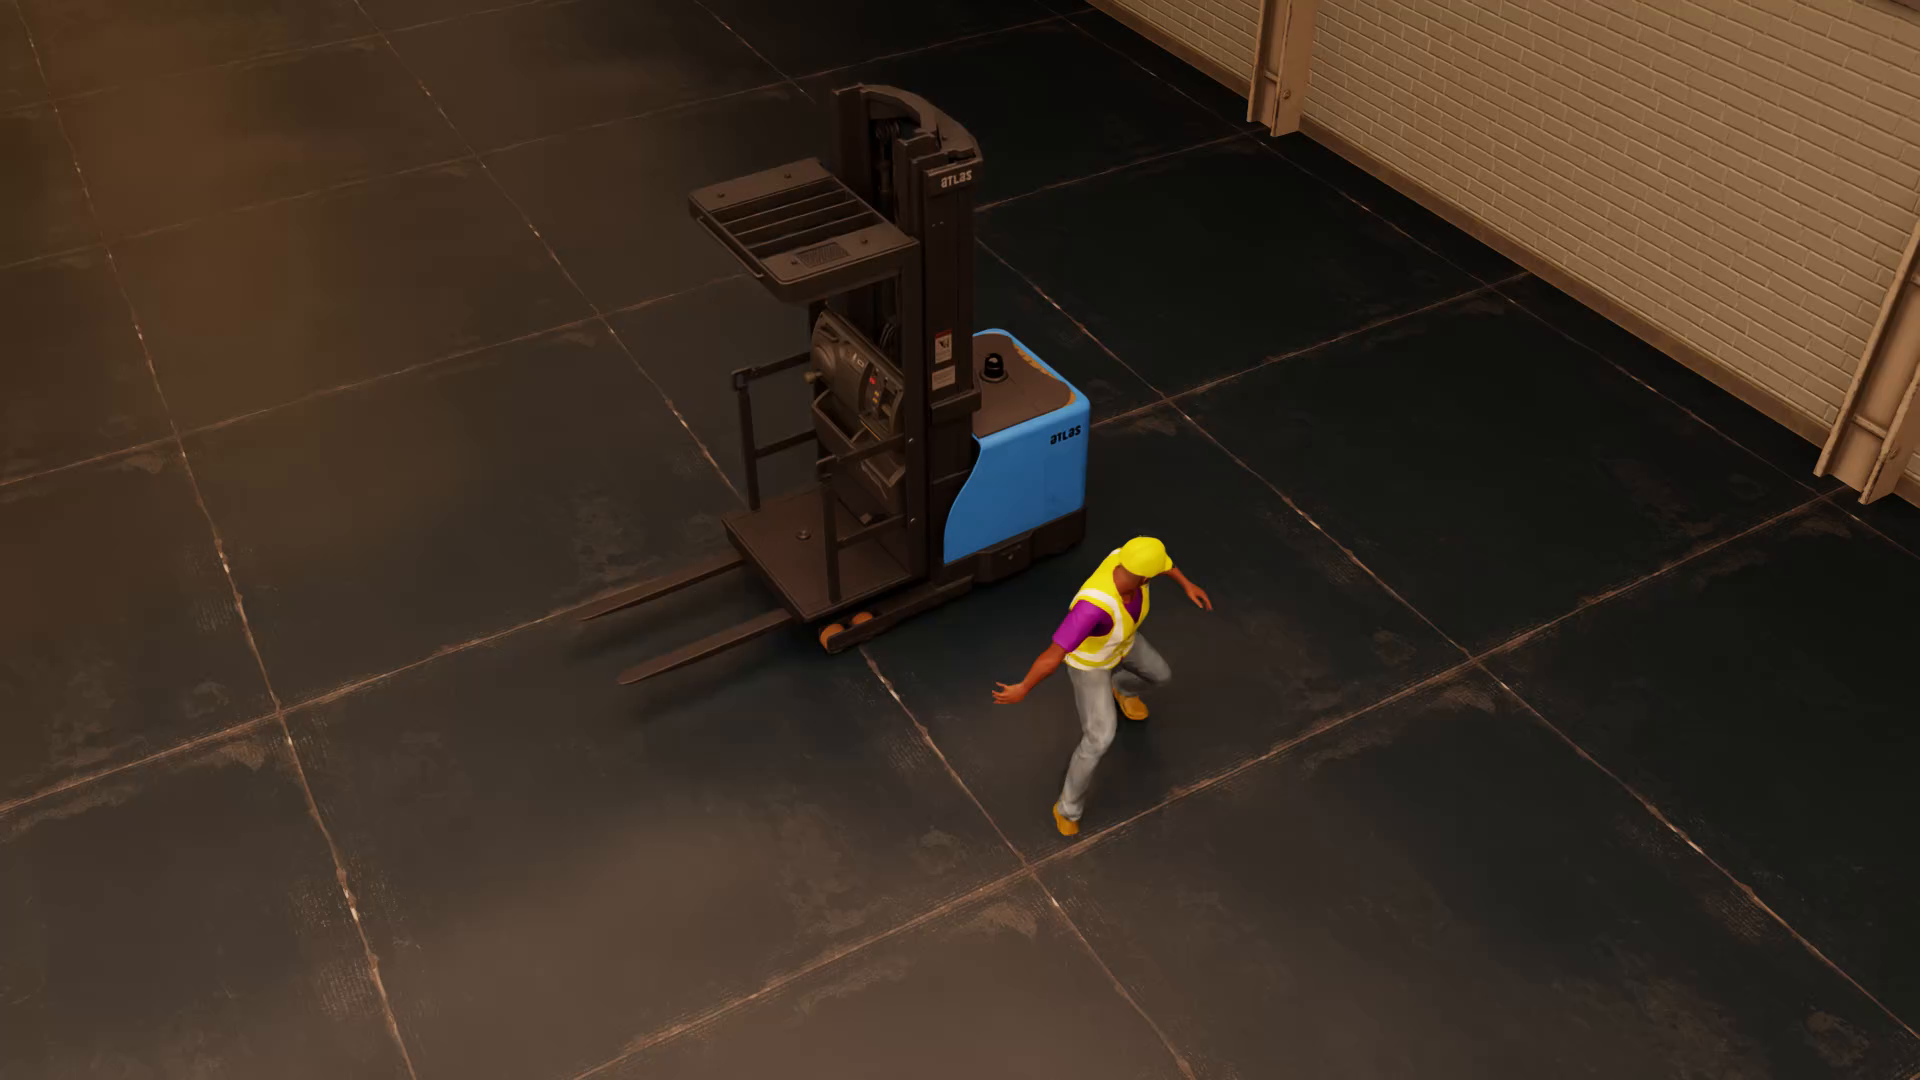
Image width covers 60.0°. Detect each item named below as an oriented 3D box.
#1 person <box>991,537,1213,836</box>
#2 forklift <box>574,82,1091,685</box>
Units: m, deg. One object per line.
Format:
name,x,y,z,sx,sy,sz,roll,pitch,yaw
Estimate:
person,0.728,0.636,8.405,0.568,1.723,1.153,28,47,30
forklift,-0.745,-0.867,9.082,3.031,2.935,1.130,-22,44,-24
